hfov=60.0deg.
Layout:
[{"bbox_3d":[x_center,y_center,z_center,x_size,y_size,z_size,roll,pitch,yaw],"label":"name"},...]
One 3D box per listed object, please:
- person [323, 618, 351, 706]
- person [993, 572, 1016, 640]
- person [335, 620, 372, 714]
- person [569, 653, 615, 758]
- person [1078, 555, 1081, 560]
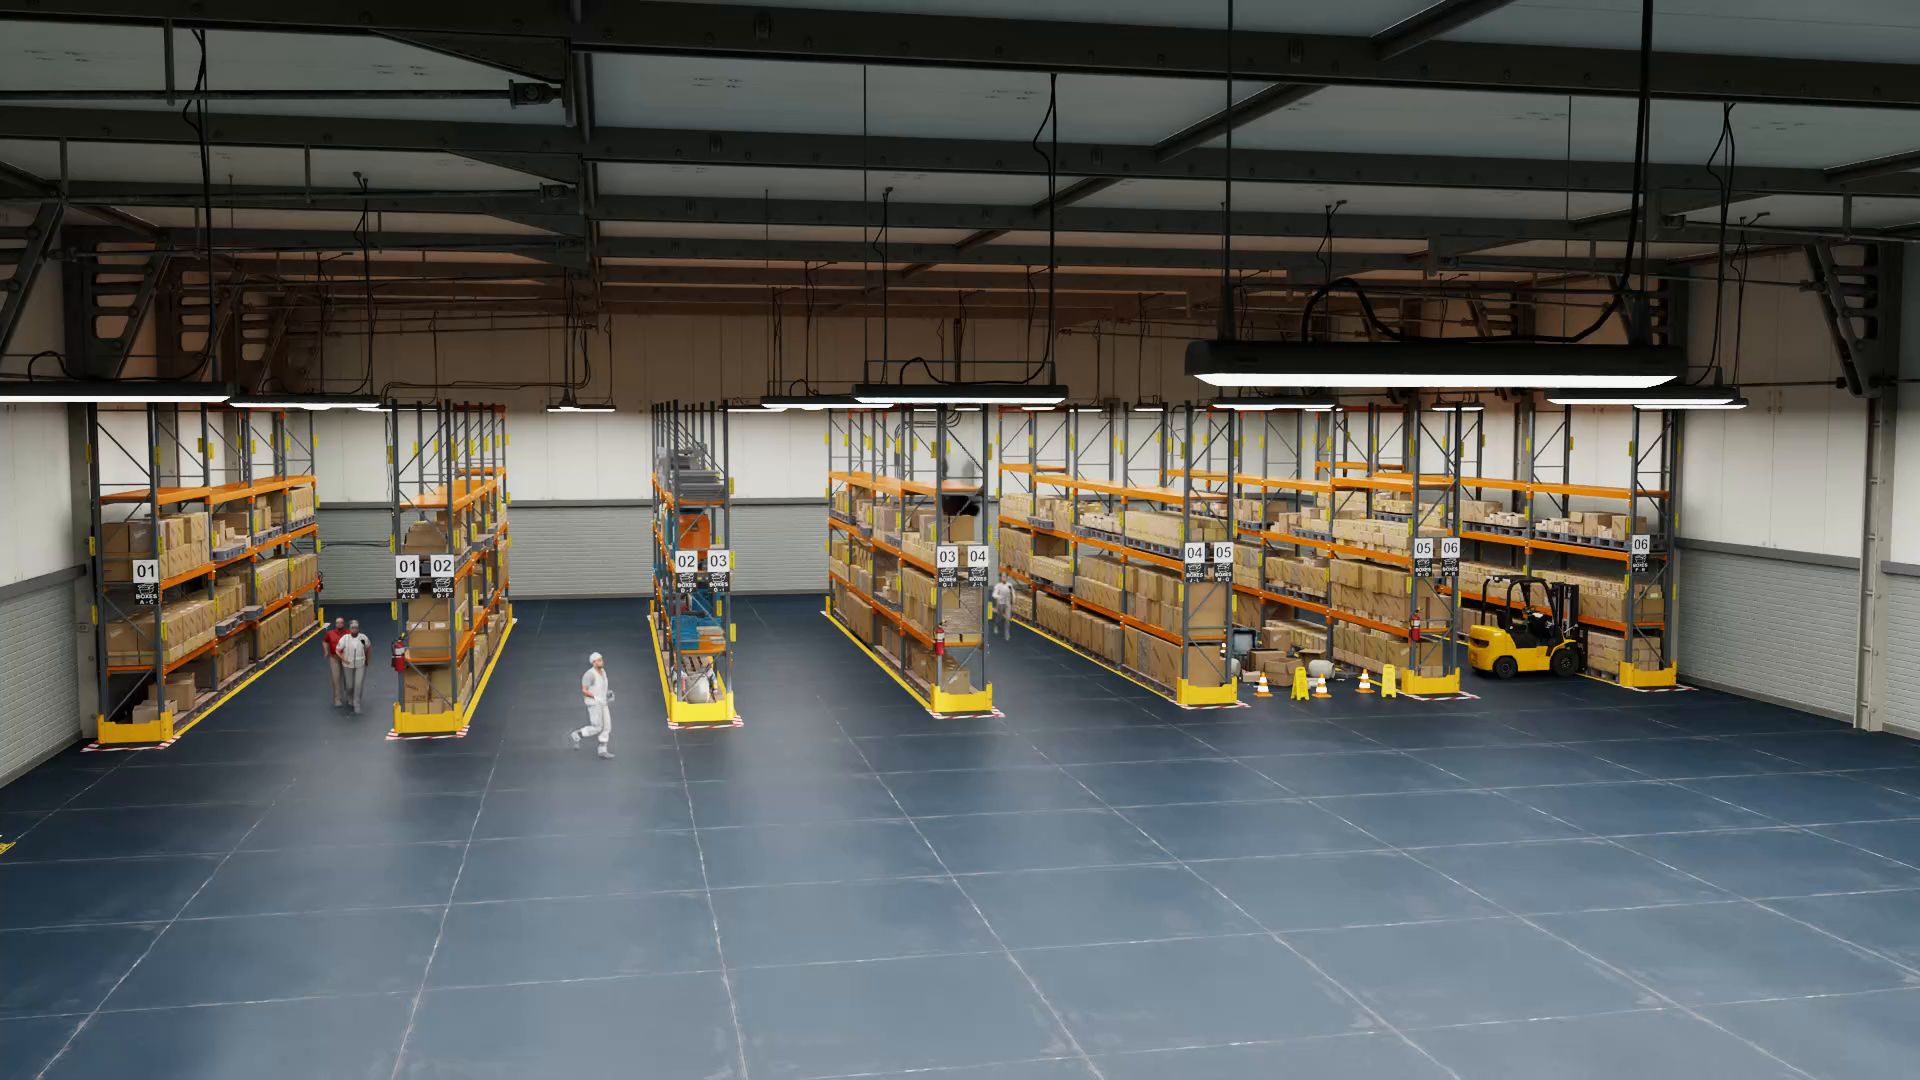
[{"bbox_3d":[-12.255,2.380,32.901,0.673,1.699,0.944,-1,5,-18],"label":"person"},{"bbox_3d":[1.125,1.665,42.648,0.623,1.717,0.937,-1,4,-10],"label":"person"},{"bbox_3d":[-11.723,2.426,32.180,0.666,1.778,0.841,-2,5,-22],"label":"person"},{"bbox_3d":[-6.131,2.757,27.842,0.768,1.769,0.660,1,5,17],"label":"person"},{"bbox_3d":[3.463,1.279,47.494,0.705,1.726,0.569,-1,4,-16],"label":"person"}]
